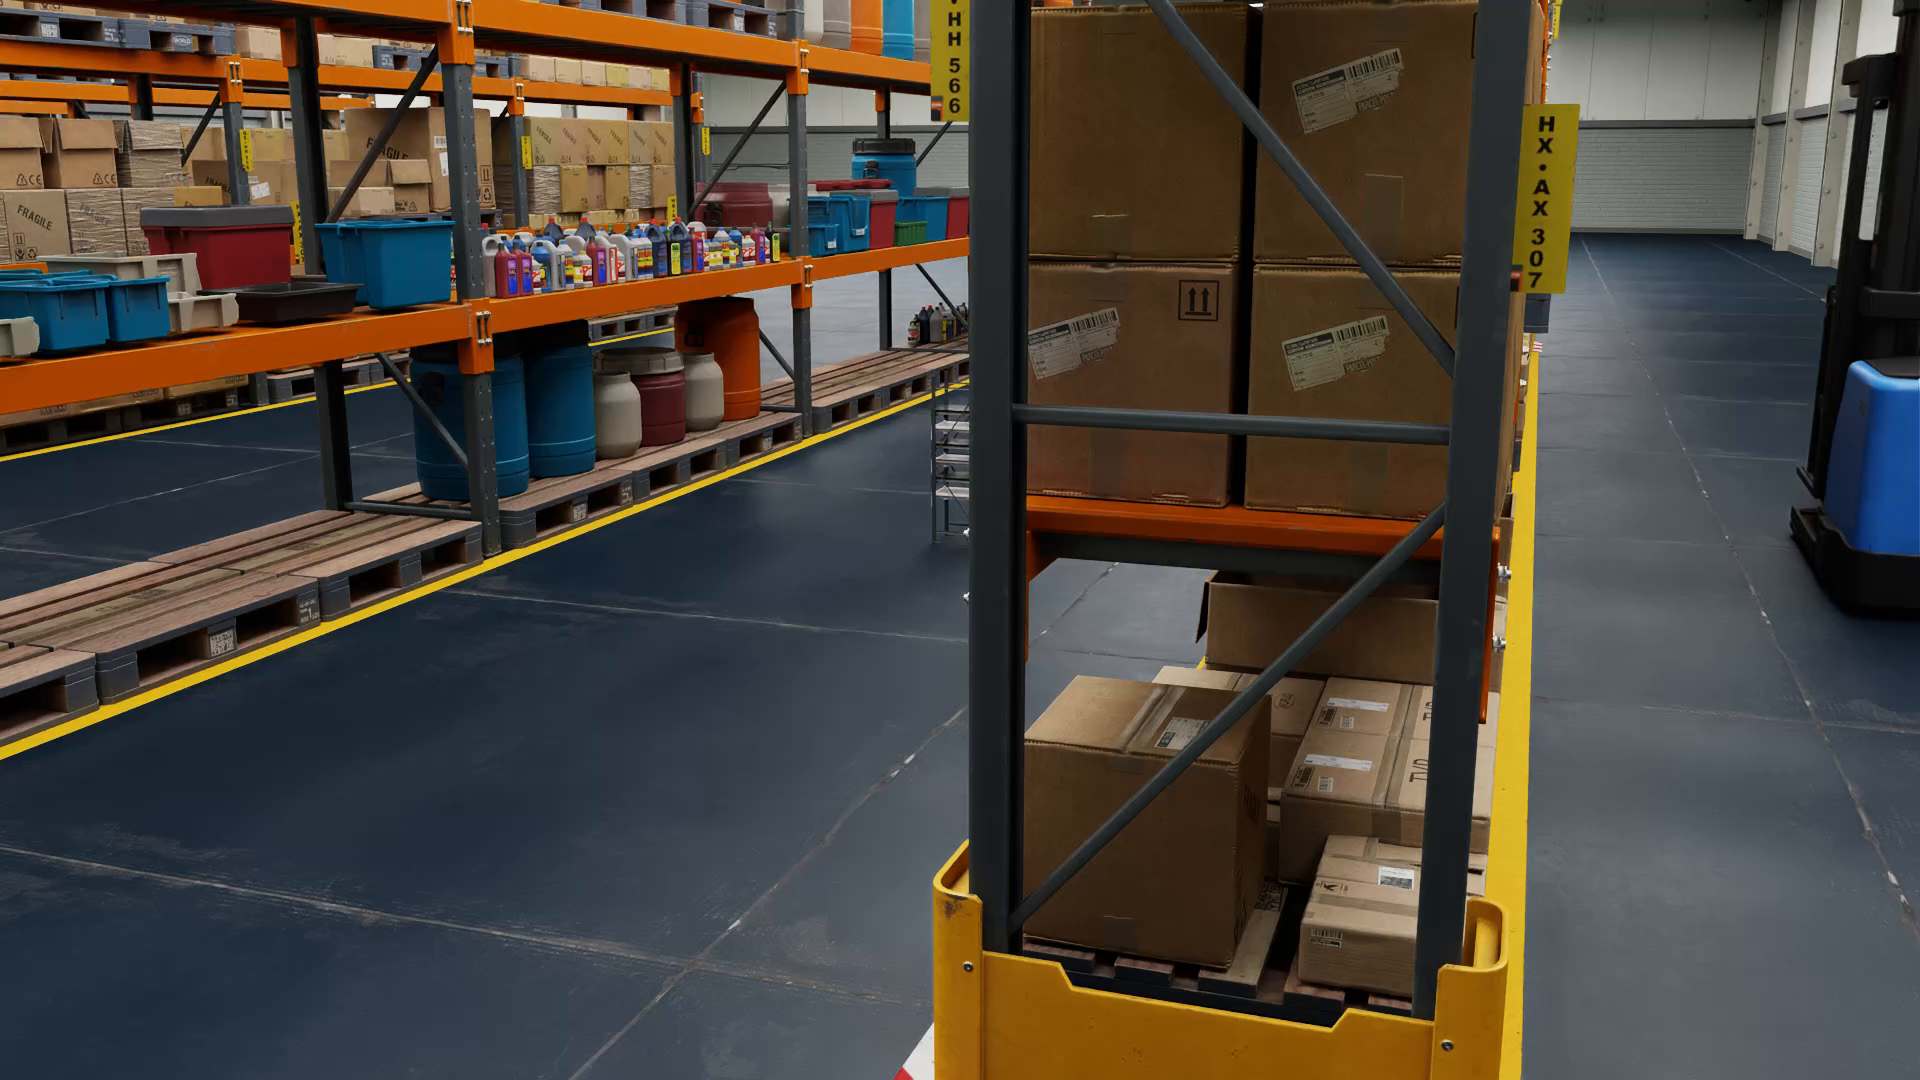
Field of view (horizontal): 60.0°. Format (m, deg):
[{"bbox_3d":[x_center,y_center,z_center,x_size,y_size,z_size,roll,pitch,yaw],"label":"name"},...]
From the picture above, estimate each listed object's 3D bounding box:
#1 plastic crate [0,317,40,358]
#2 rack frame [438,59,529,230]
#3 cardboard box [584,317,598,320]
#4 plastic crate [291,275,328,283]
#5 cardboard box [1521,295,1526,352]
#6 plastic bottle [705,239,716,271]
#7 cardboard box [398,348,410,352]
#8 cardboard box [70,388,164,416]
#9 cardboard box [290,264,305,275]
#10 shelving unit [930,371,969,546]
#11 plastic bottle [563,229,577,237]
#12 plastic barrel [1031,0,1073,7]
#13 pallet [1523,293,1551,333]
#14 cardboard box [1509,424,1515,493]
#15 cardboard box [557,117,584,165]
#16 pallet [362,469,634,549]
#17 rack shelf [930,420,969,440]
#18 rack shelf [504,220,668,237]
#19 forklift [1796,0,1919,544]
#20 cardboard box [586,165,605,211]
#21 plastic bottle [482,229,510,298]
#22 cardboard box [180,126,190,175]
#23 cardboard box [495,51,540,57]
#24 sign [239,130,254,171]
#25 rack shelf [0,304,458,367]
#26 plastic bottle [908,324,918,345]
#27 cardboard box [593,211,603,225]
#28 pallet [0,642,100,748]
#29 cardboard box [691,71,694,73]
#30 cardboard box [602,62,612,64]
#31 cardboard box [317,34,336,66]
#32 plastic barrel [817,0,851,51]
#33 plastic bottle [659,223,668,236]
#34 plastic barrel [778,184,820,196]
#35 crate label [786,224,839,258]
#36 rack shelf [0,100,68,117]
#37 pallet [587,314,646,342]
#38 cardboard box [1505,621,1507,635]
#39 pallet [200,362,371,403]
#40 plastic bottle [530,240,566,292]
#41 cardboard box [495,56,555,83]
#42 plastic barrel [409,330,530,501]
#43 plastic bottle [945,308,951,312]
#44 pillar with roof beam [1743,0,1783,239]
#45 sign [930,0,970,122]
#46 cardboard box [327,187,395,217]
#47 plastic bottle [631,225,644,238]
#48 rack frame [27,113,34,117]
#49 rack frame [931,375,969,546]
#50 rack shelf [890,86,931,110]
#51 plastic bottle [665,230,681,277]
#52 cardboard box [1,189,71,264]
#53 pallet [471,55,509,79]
[{"bbox_3d":[-3.383,-0.706,5.797,0.250,0.136,0.298,4,14,18],"label":"plastic crate"},{"bbox_3d":[-4.980,-3.456,17.387,1.000,3.000,0.127,4,14,18],"label":"rack frame"},{"bbox_3d":[-4.508,-2.780,19.103,0.500,0.500,0.500,3,13,13],"label":"cardboard box"},{"bbox_3d":[-3.168,-1.228,8.083,0.396,0.136,0.243,4,14,18],"label":"plastic crate"},{"bbox_3d":[1.719,-0.874,5.849,0.500,0.500,0.500,5,14,20],"label":"cardboard box"},{"bbox_3d":[-1.633,-1.849,10.796,0.097,0.201,0.097,0,13,0],"label":"plastic bottle"},{"bbox_3d":[-5.552,-2.107,16.106,0.700,0.500,0.500,3,13,14],"label":"cardboard box"},{"bbox_3d":[-6.813,-1.451,12.437,1.225,0.875,0.875,4,14,19],"label":"cardboard box"},{"bbox_3d":[-8.786,-3.512,21.465,0.875,0.875,0.875,4,13,18],"label":"cardboard box"},{"bbox_3d":[-0.003,-0.437,8.880,0.258,0.900,0.210,4,14,18],"label":"shelving unit"},{"bbox_3d":[-2.482,-1.836,10.572,0.152,0.276,0.135,4,14,18],"label":"plastic bottle"},{"bbox_3d":[0.964,-5.706,18.598,0.600,0.830,0.708,4,14,18],"label":"plastic barrel"},{"bbox_3d":[2.165,-1.124,7.603,1.003,0.211,1.213,4,14,18],"label":"pallet"},{"bbox_3d":[2.686,-0.461,8.898,0.500,0.500,0.500,4,13,16],"label":"cardboard box"},{"bbox_3d":[-4.434,-4.319,18.028,0.500,0.500,0.500,4,14,18],"label":"cardboard box"},{"bbox_3d":[-2.593,-0.215,9.453,1.003,0.211,1.213,4,14,18],"label":"pallet"},{"bbox_3d":[-0.003,-0.580,8.848,0.258,0.077,0.200,4,14,18],"label":"rack shelf"},{"bbox_3d":[-4.333,-3.526,19.312,1.077,0.370,4.000,4,14,18],"label":"rack shelf"},{"bbox_3d":[6.186,-1.397,8.520,3.258,2.935,4.269,5,14,20],"label":"forklift"},{"bbox_3d":[-4.514,-3.955,18.681,0.875,0.500,0.500,4,14,18],"label":"cardboard box"},{"bbox_3d":[-2.448,-1.450,8.710,0.144,0.351,0.185,4,14,18],"label":"plastic bottle"},{"bbox_3d":[-9.489,-4.509,19.237,0.875,0.550,0.550,4,14,18],"label":"cardboard box"},{"bbox_3d":[-4.583,-5.085,17.228,0.380,0.149,0.250,4,13,17],"label":"cardboard box"},{"bbox_3d":[-5.748,-3.139,13.396,0.100,0.325,0.005,4,14,18],"label":"sign"},{"bbox_3d":[-3.529,-0.738,6.658,0.919,0.124,3.809,4,14,18],"label":"rack shelf"},{"bbox_3d":[-0.471,-2.048,16.520,0.097,0.201,0.097,0,13,0],"label":"plastic bottle"},{"bbox_3d":[-4.245,-3.622,18.679,0.380,0.149,0.250,4,14,18],"label":"cardboard box"},{"bbox_3d":[-3.873,0.616,5.813,1.003,0.211,1.213,4,14,18],"label":"pallet"},{"bbox_3d":[-3.480,-5.800,20.361,0.380,0.149,0.250,4,14,18],"label":"cardboard box"},{"bbox_3d":[-4.146,-5.419,18.691,0.380,0.149,0.250,5,14,20],"label":"cardboard box"},{"bbox_3d":[-5.715,-4.191,14.206,0.500,0.250,0.500,5,14,20],"label":"cardboard box"},{"bbox_3d":[-1.117,-4.121,12.434,0.600,0.901,0.600,0,13,0],"label":"plastic barrel"},{"bbox_3d":[-2.097,-2.104,11.753,0.097,0.271,0.097,0,13,0],"label":"plastic bottle"},{"bbox_3d":[-1.321,-2.632,13.527,0.421,0.512,0.421,0,13,0],"label":"plastic barrel"},{"bbox_3d":[-1.097,-2.237,12.423,0.303,0.233,0.416,4,14,18],"label":"crate label"},{"bbox_3d":[-13.710,-5.702,22.104,1.077,0.370,4.000,4,14,18],"label":"rack shelf"},{"bbox_3d":[-4.403,-2.498,19.457,1.003,0.211,1.213,4,14,18],"label":"pallet"},{"bbox_3d":[1.823,0.342,6.167,0.380,0.149,0.250,4,14,18],"label":"cardboard box"},{"bbox_3d":[-6.020,-1.418,14.728,1.003,0.211,1.213,4,14,18],"label":"pallet"},{"bbox_3d":[-2.253,-1.501,9.103,0.152,0.276,0.135,4,14,18],"label":"plastic bottle"},{"bbox_3d":[-4.592,-4.921,17.404,0.500,0.250,0.500,4,13,16],"label":"cardboard box"},{"bbox_3d":[-2.690,-0.710,9.128,0.600,0.901,0.708,4,14,18],"label":"plastic barrel"},{"bbox_3d":[-0.135,-2.284,17.387,0.152,0.276,0.135,5,14,19],"label":"plastic bottle"},{"bbox_3d":[16.600,-12.569,43.836,9.100,9.000,0.400,4,14,18],"label":"pillar with roof beam"},{"bbox_3d":[-0.009,-0.978,3.218,0.100,0.325,0.005,4,14,18],"label":"sign"},{"bbox_3d":[-5.514,-3.081,15.140,0.500,0.250,0.500,4,13,17],"label":"cardboard box"},{"bbox_3d":[-2.189,-2.002,11.307,0.097,0.271,0.097,0,13,0],"label":"plastic bottle"},{"bbox_3d":[-13.063,-5.011,24.203,1.000,3.000,0.127,4,14,18],"label":"rack frame"},{"bbox_3d":[-0.036,-0.416,8.787,0.240,0.900,0.006,4,14,18],"label":"rack frame"},{"bbox_3d":[0.354,-4.632,17.416,1.077,0.370,4.000,4,14,18],"label":"rack shelf"},{"bbox_3d":[-1.788,-1.776,10.292,0.061,0.283,0.133,4,14,18],"label":"plastic bottle"},{"bbox_3d":[-6.697,-2.219,11.745,0.500,0.500,0.500,5,14,19],"label":"cardboard box"},{"bbox_3d":[-5.281,-4.704,16.538,1.213,0.211,1.003,4,14,18],"label":"pallet"}]
